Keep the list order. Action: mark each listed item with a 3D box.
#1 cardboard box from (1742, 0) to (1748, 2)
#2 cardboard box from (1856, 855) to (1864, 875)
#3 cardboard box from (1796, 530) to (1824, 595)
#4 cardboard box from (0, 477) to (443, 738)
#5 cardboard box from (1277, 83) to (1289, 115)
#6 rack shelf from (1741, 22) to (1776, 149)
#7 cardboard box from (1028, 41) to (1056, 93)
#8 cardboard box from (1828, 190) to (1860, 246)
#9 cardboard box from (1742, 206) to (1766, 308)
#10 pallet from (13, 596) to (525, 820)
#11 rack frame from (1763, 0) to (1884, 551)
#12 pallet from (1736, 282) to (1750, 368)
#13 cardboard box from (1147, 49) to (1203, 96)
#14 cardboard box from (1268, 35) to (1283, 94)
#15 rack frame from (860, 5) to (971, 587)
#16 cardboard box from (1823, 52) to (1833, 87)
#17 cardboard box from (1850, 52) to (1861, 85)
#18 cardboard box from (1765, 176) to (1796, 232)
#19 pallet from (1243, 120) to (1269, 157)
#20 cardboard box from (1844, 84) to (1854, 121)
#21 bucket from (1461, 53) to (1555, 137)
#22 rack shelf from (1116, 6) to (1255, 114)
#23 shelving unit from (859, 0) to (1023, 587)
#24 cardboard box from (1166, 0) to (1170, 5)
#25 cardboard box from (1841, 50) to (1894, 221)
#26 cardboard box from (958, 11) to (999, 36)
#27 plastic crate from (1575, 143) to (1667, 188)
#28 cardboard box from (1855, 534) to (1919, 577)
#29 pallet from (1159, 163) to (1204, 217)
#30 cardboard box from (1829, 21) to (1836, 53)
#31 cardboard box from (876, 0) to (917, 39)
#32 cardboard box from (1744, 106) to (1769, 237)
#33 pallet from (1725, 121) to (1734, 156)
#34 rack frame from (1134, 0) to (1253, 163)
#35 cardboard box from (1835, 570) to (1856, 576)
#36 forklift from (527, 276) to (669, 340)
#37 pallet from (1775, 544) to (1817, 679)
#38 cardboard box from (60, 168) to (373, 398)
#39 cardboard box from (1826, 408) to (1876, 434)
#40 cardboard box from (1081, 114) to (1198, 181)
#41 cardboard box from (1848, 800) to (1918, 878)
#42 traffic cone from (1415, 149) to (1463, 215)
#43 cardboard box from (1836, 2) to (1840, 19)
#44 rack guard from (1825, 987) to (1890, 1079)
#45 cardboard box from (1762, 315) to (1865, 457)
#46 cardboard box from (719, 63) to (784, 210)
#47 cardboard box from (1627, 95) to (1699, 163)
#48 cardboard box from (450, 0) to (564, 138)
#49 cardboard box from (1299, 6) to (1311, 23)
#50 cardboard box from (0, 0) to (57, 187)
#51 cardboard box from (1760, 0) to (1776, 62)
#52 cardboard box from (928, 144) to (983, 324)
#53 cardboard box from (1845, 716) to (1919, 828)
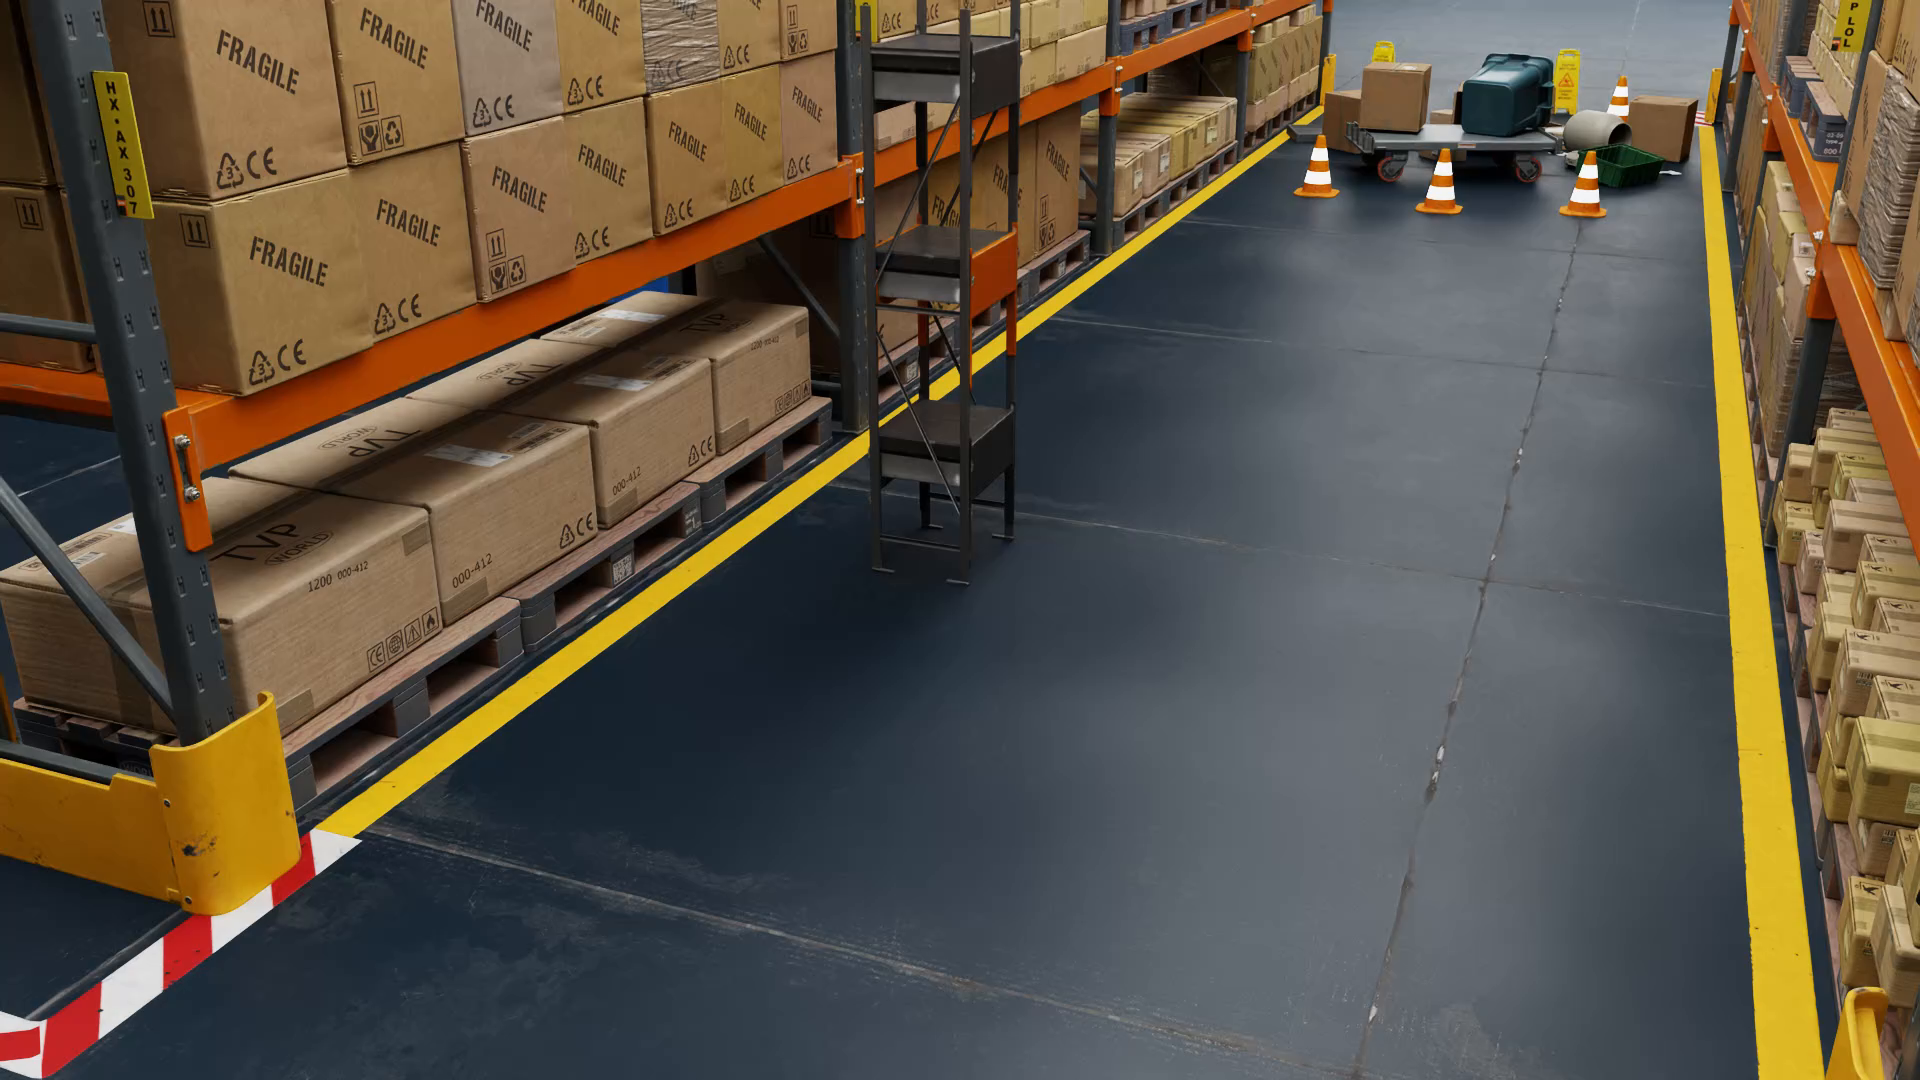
[{"bbox_3d":[7.562,-5.140,14.968,0.875,0.550,0.550,9,24,20],"label":"cardboard box"},{"bbox_3d":[2.484,0.758,4.198,0.380,0.149,0.250,9,24,21],"label":"cardboard box"},{"bbox_3d":[3.133,0.100,5.773,0.380,0.149,0.250,9,24,20],"label":"cardboard box"},{"bbox_3d":[-2.258,0.199,5.161,0.875,0.438,0.875,8,24,18],"label":"cardboard box"},{"bbox_3d":[2.900,-4.314,16.208,0.500,0.250,0.500,8,24,19],"label":"cardboard box"},{"bbox_3d":[5.938,-3.113,11.245,1.077,0.370,4.000,9,24,20],"label":"rack shelf"},{"bbox_3d":[0.238,-2.752,9.640,0.500,0.250,0.500,9,24,20],"label":"cardboard box"},{"bbox_3d":[3.300,-1.127,5.883,0.380,0.149,0.250,10,25,22],"label":"cardboard box"},{"bbox_3d":[4.695,-1.553,9.275,0.500,0.500,0.500,8,24,18],"label":"cardboard box"},{"bbox_3d":[-2.186,0.450,5.398,1.003,0.211,1.213,9,24,20],"label":"pallet"},{"bbox_3d":[3.709,-1.298,5.966,1.000,3.000,0.127,9,24,20],"label":"rack frame"},{"bbox_3d":[4.903,-1.163,9.261,1.003,0.211,1.213,9,24,20],"label":"pallet"},{"bbox_3d":[2.018,-4.354,15.333,0.500,0.500,0.500,8,24,19],"label":"cardboard box"},{"bbox_3d":[2.705,-4.470,15.609,0.500,0.500,0.500,10,25,22],"label":"cardboard box"},{"bbox_3d":[-0.152,-0.822,5.994,0.400,2.100,0.015,9,24,20],"label":"rack frame"},{"bbox_3d":[4.446,-2.291,8.124,0.380,0.149,0.250,10,25,22],"label":"cardboard box"},{"bbox_3d":[3.963,-1.965,6.958,0.380,0.149,0.250,8,24,18],"label":"cardboard box"},{"bbox_3d":[4.526,-1.722,8.706,0.500,0.250,0.500,8,24,19],"label":"cardboard box"},{"bbox_3d":[2.264,-3.792,15.554,1.003,0.211,1.213,9,24,20],"label":"pallet"},{"bbox_3d":[3.957,-1.818,6.991,0.380,0.149,0.250,8,24,17],"label":"cardboard box"},{"bbox_3d":[4.591,-3.730,14.064,0.726,0.611,0.620,19,39,38],"label":"bucket"},{"bbox_3d":[1.304,-3.786,12.855,1.077,0.370,4.000,9,24,20],"label":"rack shelf"},{"bbox_3d":[-0.061,-0.910,6.203,0.431,2.100,0.503,9,24,20],"label":"shelving unit"},{"bbox_3d":[1.343,-4.057,12.351,0.380,0.149,0.250,10,25,22],"label":"cardboard box"},{"bbox_3d":[3.291,-1.340,5.551,0.500,0.500,0.500,8,24,19],"label":"cardboard box"},{"bbox_3d":[-0.119,-2.616,8.668,0.500,0.250,0.500,9,24,21],"label":"cardboard box"},{"bbox_3d":[5.529,-3.140,13.948,0.662,0.188,0.450,-17,38,-35],"label":"plastic crate"},{"bbox_3d":[2.913,0.116,4.963,0.380,0.149,0.250,8,24,18],"label":"cardboard box"},{"bbox_3d":[1.308,-2.830,13.250,1.003,0.211,1.213,9,24,20],"label":"pallet"},{"bbox_3d":[4.447,-2.428,8.065,0.380,0.149,0.250,9,24,20],"label":"cardboard box"},{"bbox_3d":[-0.494,-2.594,7.642,0.500,0.500,0.500,9,24,21],"label":"cardboard box"},{"bbox_3d":[5.826,-2.403,10.986,1.050,0.750,0.750,9,24,21],"label":"cardboard box"},{"bbox_3d":[7.487,-3.573,15.030,1.003,0.211,1.213,9,24,20],"label":"pallet"},{"bbox_3d":[2.047,-4.833,14.429,1.000,3.000,0.127,9,24,20],"label":"rack frame"},{"bbox_3d":[2.983,0.157,5.249,0.380,0.149,0.250,10,25,23],"label":"cardboard box"},{"bbox_3d":[-1.828,-2.931,9.964,1.130,2.935,3.031,1,23,1],"label":"forklift"},{"bbox_3d":[3.493,0.234,5.916,1.003,0.211,1.213,9,24,20],"label":"pallet"},{"bbox_3d":[-1.965,-0.716,4.442,0.500,0.500,0.500,9,24,20],"label":"cardboard box"},{"bbox_3d":[3.389,-0.357,6.095,0.380,0.149,0.250,10,25,22],"label":"cardboard box"},{"bbox_3d":[1.334,-3.120,13.191,0.950,0.372,0.625,10,25,22],"label":"cardboard box"},{"bbox_3d":[2.346,0.702,3.946,0.380,0.149,0.250,8,24,18],"label":"cardboard box"},{"bbox_3d":[3.707,-2.772,12.785,0.336,0.463,0.334,9,24,20],"label":"traffic cone"},{"bbox_3d":[4.453,-2.569,8.017,0.380,0.149,0.250,10,25,23],"label":"cardboard box"},{"bbox_3d":[2.252,1.260,3.086,1.175,0.500,0.348,9,24,20],"label":"rack guard"},{"bbox_3d":[3.750,-0.639,7.087,0.500,0.500,0.500,8,24,19],"label":"cardboard box"},{"bbox_3d":[-1.045,-1.629,6.629,0.500,0.500,0.500,8,24,19],"label":"cardboard box"},{"bbox_3d":[6.305,-3.711,14.982,0.500,0.500,0.500,13,26,29],"label":"cardboard box"},{"bbox_3d":[-1.598,-1.549,5.139,0.500,0.500,0.500,9,24,20],"label":"cardboard box"},{"bbox_3d":[3.307,-5.281,16.708,0.380,0.149,0.250,9,24,21],"label":"cardboard box"},{"bbox_3d":[-2.452,-1.253,4.431,0.500,0.500,0.500,10,25,22],"label":"cardboard box"},{"bbox_3d":[5.485,-3.332,10.706,0.500,0.500,0.500,8,24,19],"label":"cardboard box"},{"bbox_3d":[-0.440,-1.742,9.239,0.875,0.875,0.875,10,24,22],"label":"cardboard box"},{"bbox_3d":[2.310,0.562,3.894,0.380,0.149,0.250,8,24,19],"label":"cardboard box"}]
